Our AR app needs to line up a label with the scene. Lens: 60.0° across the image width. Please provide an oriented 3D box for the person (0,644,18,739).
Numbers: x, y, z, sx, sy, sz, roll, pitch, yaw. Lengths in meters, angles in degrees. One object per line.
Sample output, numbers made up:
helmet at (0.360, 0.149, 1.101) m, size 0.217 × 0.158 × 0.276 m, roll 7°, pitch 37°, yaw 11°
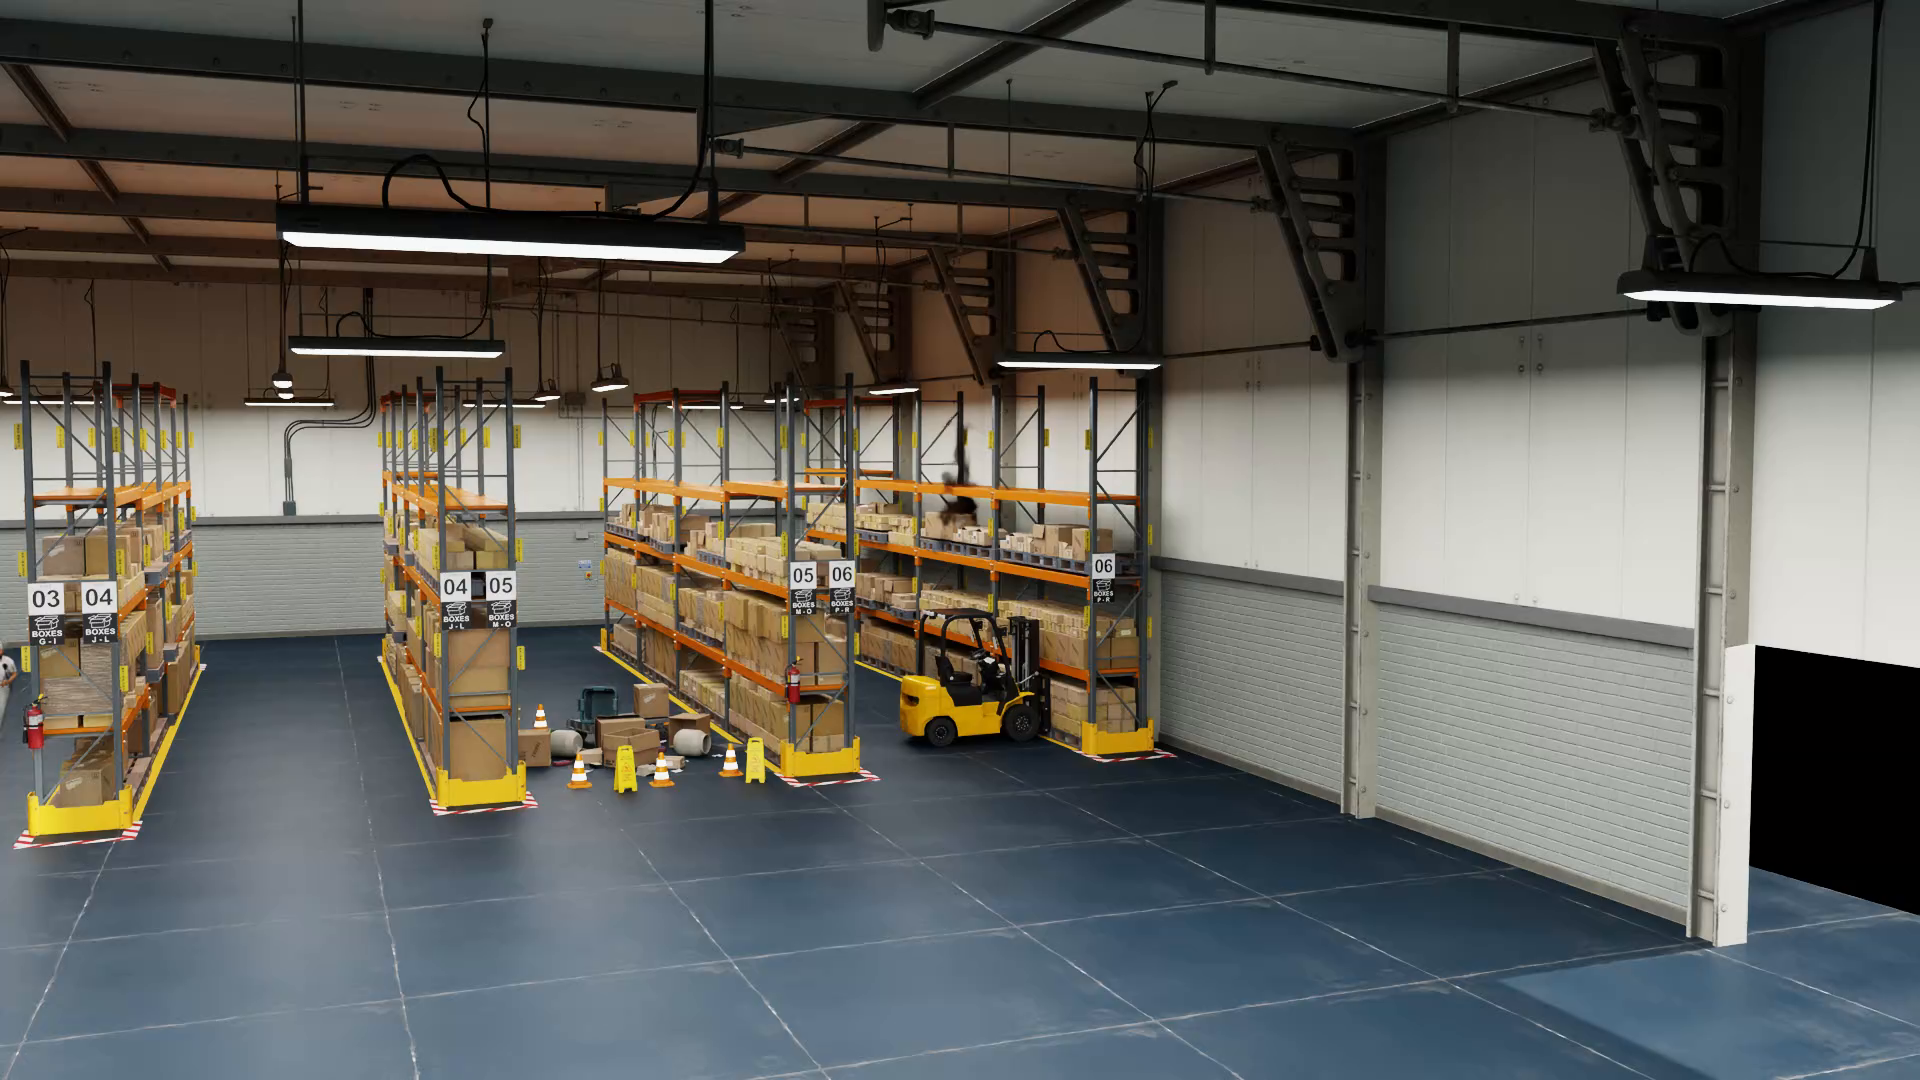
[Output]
person at (-16.200, 2.535, 27.951) m, size 0.644 × 1.624 × 0.645 m, roll -2°, pitch 4°, yaw -27°
